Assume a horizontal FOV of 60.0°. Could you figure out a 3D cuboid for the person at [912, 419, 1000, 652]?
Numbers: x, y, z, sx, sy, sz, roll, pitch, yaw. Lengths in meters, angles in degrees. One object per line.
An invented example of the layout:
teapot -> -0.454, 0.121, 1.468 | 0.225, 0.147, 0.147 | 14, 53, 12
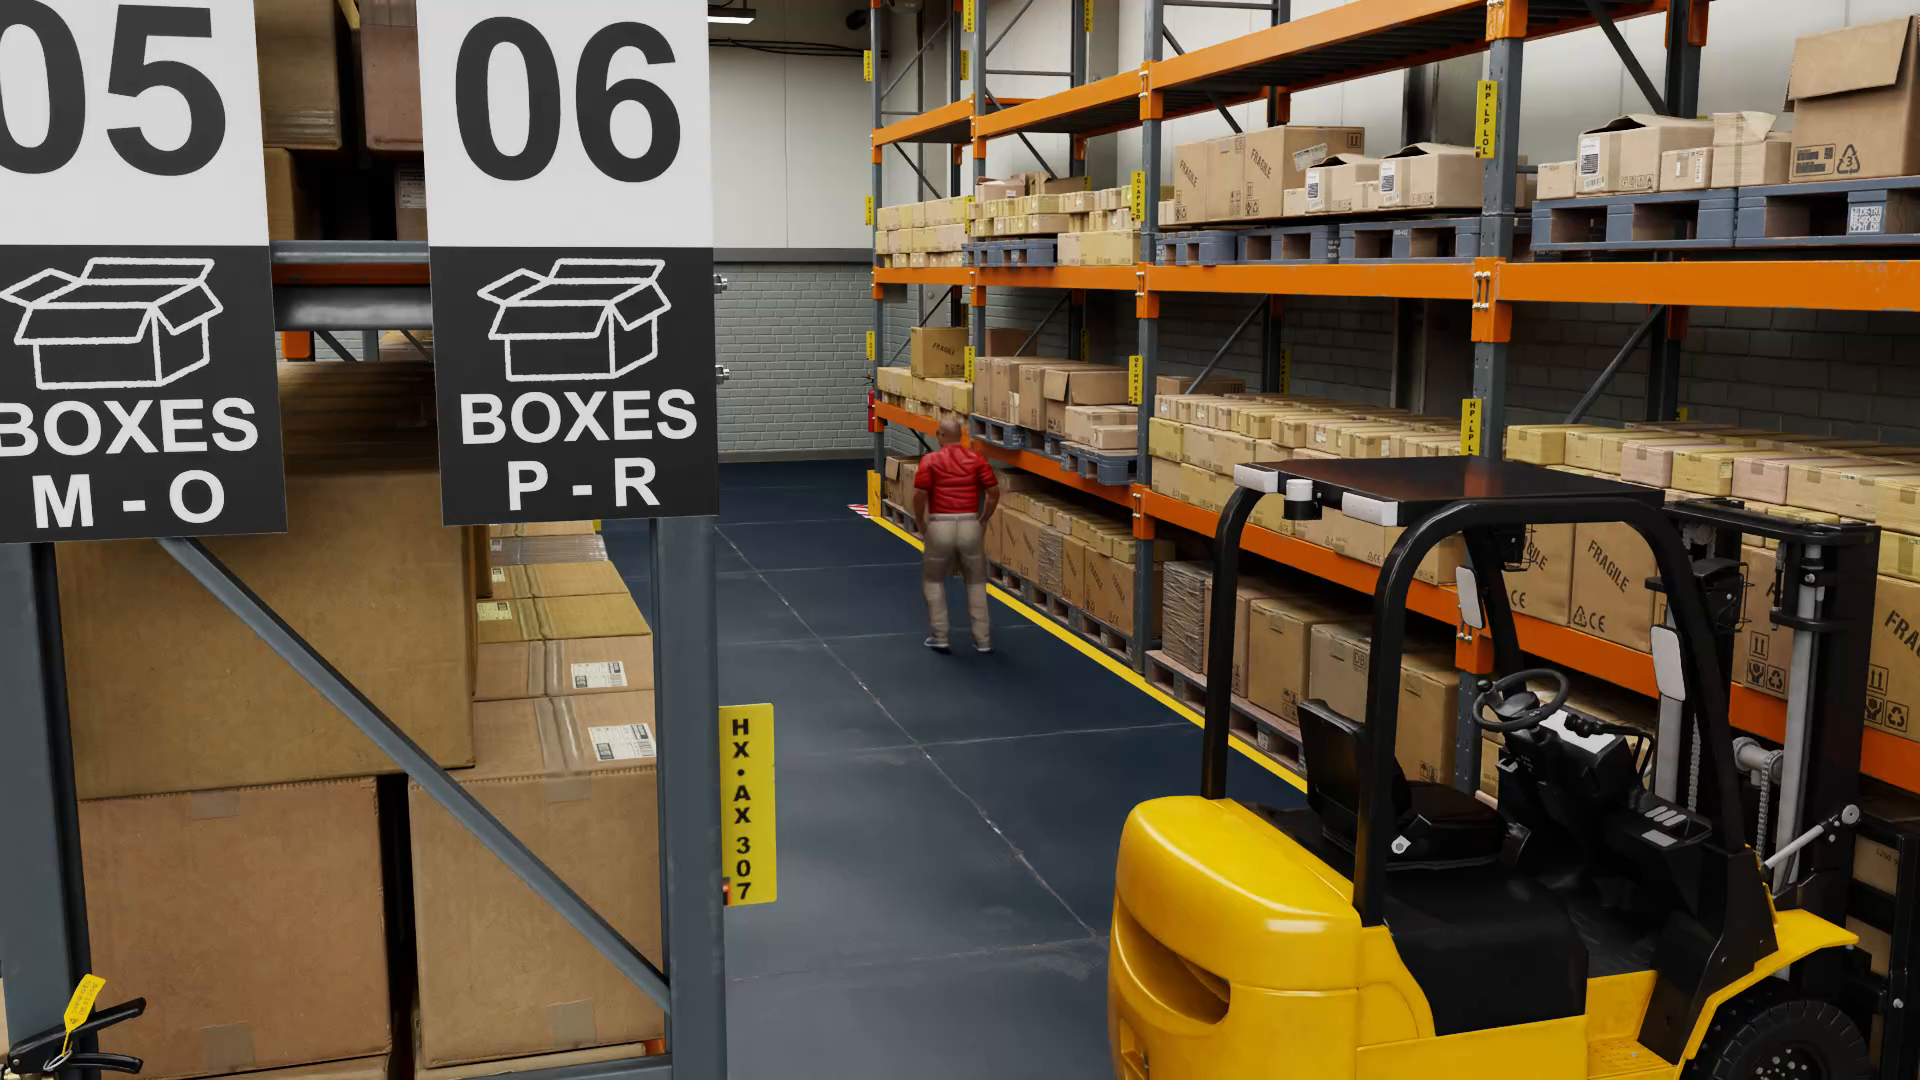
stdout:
person -> -0.038, -0.035, 12.217 | 0.641, 1.709, 0.440 | -2, 9, -10
